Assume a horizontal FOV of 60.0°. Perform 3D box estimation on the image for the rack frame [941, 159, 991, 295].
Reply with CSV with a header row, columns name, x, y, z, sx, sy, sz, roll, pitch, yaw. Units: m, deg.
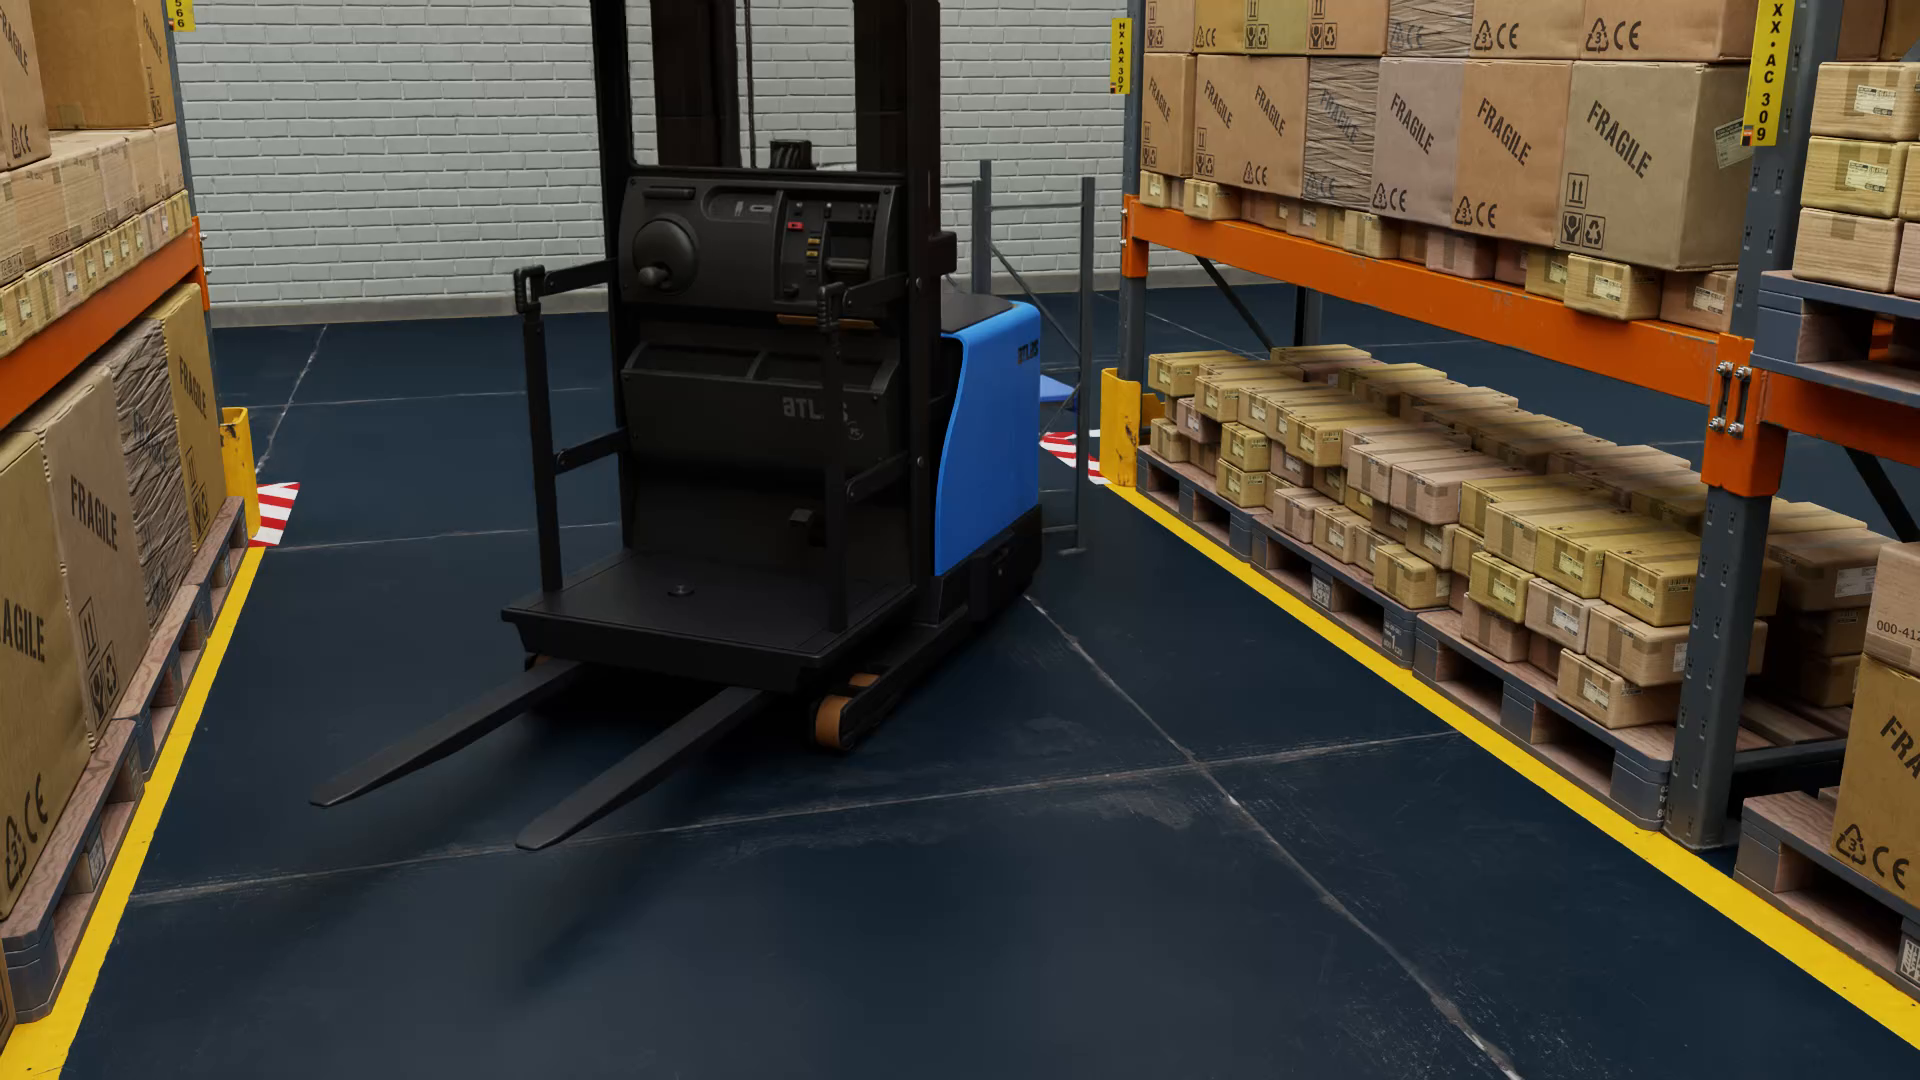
name,x,y,z,sx,sy,sz,roll,pitch,yaw
rack frame,-0.100,-0.921,7.411,0.500,1.500,0.032,-7,18,-21

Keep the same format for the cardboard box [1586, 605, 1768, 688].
name,x,y,z,sx,sy,sz,roll,pitch,yaw
cardboard box,1.951,0.273,4.537,0.380,0.149,0.250,-4,17,-14

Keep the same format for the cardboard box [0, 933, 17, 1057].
name,x,y,z,sx,sy,sz,roll,pitch,yaw
cardboard box,-2.258,0.670,2.472,1.225,0.875,0.875,-5,17,-15

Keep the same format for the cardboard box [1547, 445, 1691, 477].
name,x,y,z,sx,sy,sz,roll,pitch,yaw
cardboard box,2.228,-0.213,5.639,0.380,0.149,0.250,-4,17,-14

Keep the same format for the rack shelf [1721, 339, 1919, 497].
name,x,y,z,sx,sy,sz,roll,pitch,yaw
rack shelf,2.893,0.211,2.285,1.077,0.370,4.000,-5,17,-15

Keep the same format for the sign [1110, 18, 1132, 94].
name,x,y,z,sx,sy,sz,roll,pitch,yaw
sign,0.723,-2.165,7.439,0.100,0.325,0.005,-5,17,-15

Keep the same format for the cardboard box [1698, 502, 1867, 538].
name,x,y,z,sx,sy,sz,roll,pitch,yaw
cardboard box,2.429,0.000,4.929,0.380,0.149,0.250,-4,17,-13

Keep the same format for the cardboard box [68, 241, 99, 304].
name,x,y,z,sx,sy,sz,roll,pitch,yaw
cardboard box,-2.645,-0.741,4.642,0.380,0.149,0.250,-5,17,-17

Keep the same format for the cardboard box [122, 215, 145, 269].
name,x,y,z,sx,sy,sz,roll,pitch,yaw
cardboard box,-2.856,-0.954,5.349,0.380,0.149,0.250,-5,17,-16

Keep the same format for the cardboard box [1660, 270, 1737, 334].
name,x,y,z,sx,sy,sz,roll,pitch,yaw
cardboard box,2.040,-0.627,4.261,0.380,0.149,0.250,-5,17,-16

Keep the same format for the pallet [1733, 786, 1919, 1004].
name,x,y,z,sx,sy,sz,roll,pitch,yaw
pallet,2.559,0.864,3.708,1.003,0.211,1.213,-5,17,-15

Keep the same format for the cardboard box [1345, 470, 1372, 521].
name,x,y,z,sx,sy,sz,roll,pitch,yaw
cardboard box,1.624,-0.172,6.020,0.380,0.149,0.250,-4,17,-13

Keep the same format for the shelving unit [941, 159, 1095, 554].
name,x,y,z,sx,sy,sz,roll,pitch,yaw
shelving unit,0.090,-0.785,6.959,0.538,1.500,1.048,-7,18,-21

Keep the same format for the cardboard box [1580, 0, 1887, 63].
name,x,y,z,sx,sy,sz,roll,pitch,yaw
cardboard box,1.954,-1.464,4.184,0.500,0.500,0.500,-5,18,-17

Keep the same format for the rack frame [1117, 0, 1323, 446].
name,x,y,z,sx,sy,sz,roll,pitch,yaw
rack frame,1.244,-1.793,7.707,1.000,3.000,0.127,-5,17,-15

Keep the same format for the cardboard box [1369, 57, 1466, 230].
name,x,y,z,sx,sy,sz,roll,pitch,yaw
cardboard box,1.662,-1.270,5.274,0.500,0.500,0.500,-5,17,-16

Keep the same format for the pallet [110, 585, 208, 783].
name,x,y,z,sx,sy,sz,roll,pitch,yaw
pallet,-2.926,0.459,5.059,1.003,0.211,1.213,-5,17,-15

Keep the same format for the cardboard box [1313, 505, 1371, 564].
name,x,y,z,sx,sy,sz,roll,pitch,yaw
cardboard box,1.519,-0.032,6.069,0.380,0.149,0.250,-5,17,-15

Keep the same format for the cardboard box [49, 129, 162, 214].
name,x,y,z,sx,sy,sz,roll,pitch,yaw
cardboard box,-3.025,-1.246,5.630,0.500,0.250,0.500,-5,17,-16

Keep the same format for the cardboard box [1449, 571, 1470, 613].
name,x,y,z,sx,sy,sz,roll,pitch,yaw
cardboard box,1.827,0.167,5.407,0.380,0.149,0.250,-5,17,-17

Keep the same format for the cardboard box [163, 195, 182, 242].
name,x,y,z,sx,sy,sz,roll,pitch,yaw
cardboard box,-3.065,-1.164,6.050,0.380,0.149,0.250,-5,17,-15

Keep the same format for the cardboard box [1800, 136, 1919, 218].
name,x,y,z,sx,sy,sz,roll,pitch,yaw
cardboard box,2.010,-0.764,3.473,0.380,0.149,0.250,-4,17,-14

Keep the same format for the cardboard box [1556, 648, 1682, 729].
name,x,y,z,sx,sy,sz,roll,pitch,yaw
cardboard box,1.908,0.396,4.645,0.380,0.149,0.250,-4,17,-15

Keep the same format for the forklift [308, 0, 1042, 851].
name,x,y,z,sx,sy,sz,roll,pitch,yaw
forklift,-0.712,-0.920,4.919,1.130,2.935,3.031,7,18,21

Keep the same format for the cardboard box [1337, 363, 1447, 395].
name,x,y,z,sx,sy,sz,roll,pitch,yaw
cardboard box,1.841,-0.652,7.099,0.380,0.149,0.250,-5,17,-16

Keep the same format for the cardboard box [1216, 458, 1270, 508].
name,x,y,z,sx,sy,sz,roll,pitch,yaw
cardboard box,1.271,-0.245,6.779,0.380,0.149,0.250,-4,17,-15

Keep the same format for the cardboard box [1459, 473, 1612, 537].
name,x,y,z,sx,sy,sz,roll,pitch,yaw
cardboard box,1.816,-0.099,5.258,0.380,0.149,0.250,-4,17,-13

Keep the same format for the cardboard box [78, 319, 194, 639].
name,x,y,z,sx,sy,sz,roll,pitch,yaw
cardboard box,-3.050,-0.190,5.333,0.875,0.875,0.875,-5,17,-15

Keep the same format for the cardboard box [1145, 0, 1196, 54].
name,x,y,z,sx,sy,sz,roll,pitch,yaw
cardboard box,1.112,-2.317,7.023,0.500,0.500,0.500,-5,17,-16

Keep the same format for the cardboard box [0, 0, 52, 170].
name,x,y,z,sx,sy,sz,roll,pitch,yaw
cardboard box,-2.614,-1.185,4.124,0.500,0.500,0.500,-5,18,-17

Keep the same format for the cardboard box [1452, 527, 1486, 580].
name,x,y,z,sx,sy,sz,roll,pitch,yaw
cardboard box,1.800,0.050,5.281,0.380,0.149,0.250,-5,17,-15

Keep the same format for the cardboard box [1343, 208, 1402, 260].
name,x,y,z,sx,sy,sz,roll,pitch,yaw
cardboard box,1.541,-1.053,5.682,0.380,0.149,0.250,-4,17,-14

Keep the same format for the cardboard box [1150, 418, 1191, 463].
name,x,y,z,sx,sy,sz,roll,pitch,yaw
cardboard box,1.081,-0.458,7.490,0.380,0.149,0.250,-4,17,-14

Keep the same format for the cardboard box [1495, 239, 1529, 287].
name,x,y,z,sx,sy,sz,roll,pitch,yaw
cardboard box,1.844,-0.845,4.987,0.380,0.149,0.250,-5,17,-17

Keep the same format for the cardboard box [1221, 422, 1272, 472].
name,x,y,z,sx,sy,sz,roll,pitch,yaw
cardboard box,1.281,-0.385,6.730,0.380,0.149,0.250,-4,17,-14

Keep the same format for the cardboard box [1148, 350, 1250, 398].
name,x,y,z,sx,sy,sz,roll,pitch,yaw
cardboard box,1.062,-0.742,7.399,0.380,0.149,0.250,-6,18,-18

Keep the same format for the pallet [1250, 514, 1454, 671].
name,x,y,z,sx,sy,sz,roll,pitch,yaw
pallet,1.786,0.128,6.159,1.003,0.211,1.213,-5,17,-15

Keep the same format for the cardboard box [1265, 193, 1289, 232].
name,x,y,z,sx,sy,sz,roll,pitch,yaw
cardboard box,1.404,-1.273,6.414,0.380,0.149,0.250,-5,17,-16

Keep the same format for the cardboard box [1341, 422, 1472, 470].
name,x,y,z,sx,sy,sz,roll,pitch,yaw
cardboard box,1.603,-0.317,5.986,0.380,0.149,0.250,-5,17,-15

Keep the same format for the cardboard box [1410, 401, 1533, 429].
name,x,y,z,sx,sy,sz,roll,pitch,yaw
cardboard box,1.944,-0.423,6.339,0.380,0.149,0.250,-5,18,-17

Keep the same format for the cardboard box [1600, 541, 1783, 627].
name,x,y,z,sx,sy,sz,roll,pitch,yaw
cardboard box,1.996,0.115,4.547,0.380,0.149,0.250,-4,17,-14

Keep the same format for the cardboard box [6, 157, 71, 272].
name,x,y,z,sx,sy,sz,roll,pitch,yaw
cardboard box,-2.610,-0.824,4.226,0.500,0.250,0.500,-4,17,-14

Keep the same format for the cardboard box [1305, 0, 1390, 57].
name,x,y,z,sx,sy,sz,roll,pitch,yaw
cardboard box,1.522,-1.892,5.606,0.500,0.500,0.500,-5,18,-17

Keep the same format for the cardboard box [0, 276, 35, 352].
name,x,y,z,sx,sy,sz,roll,pitch,yaw
cardboard box,-2.434,-0.528,3.933,0.380,0.149,0.250,-5,17,-17

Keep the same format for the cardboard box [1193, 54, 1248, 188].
name,x,y,z,sx,sy,sz,roll,pitch,yaw
cardboard box,1.274,-1.691,6.677,0.500,0.500,0.500,-5,17,-15

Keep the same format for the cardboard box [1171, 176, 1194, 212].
name,x,y,z,sx,sy,sz,roll,pitch,yaw
cardboard box,1.128,-1.490,7.135,0.380,0.149,0.250,-4,17,-13

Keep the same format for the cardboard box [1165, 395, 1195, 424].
name,x,y,z,sx,sy,sz,roll,pitch,yaw
cardboard box,1.141,-0.606,7.464,0.380,0.149,0.250,-4,17,-13

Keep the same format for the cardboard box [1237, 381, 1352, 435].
name,x,y,z,sx,sy,sz,roll,pitch,yaw
cardboard box,1.347,-0.533,6.705,0.380,0.149,0.250,-6,18,-18
